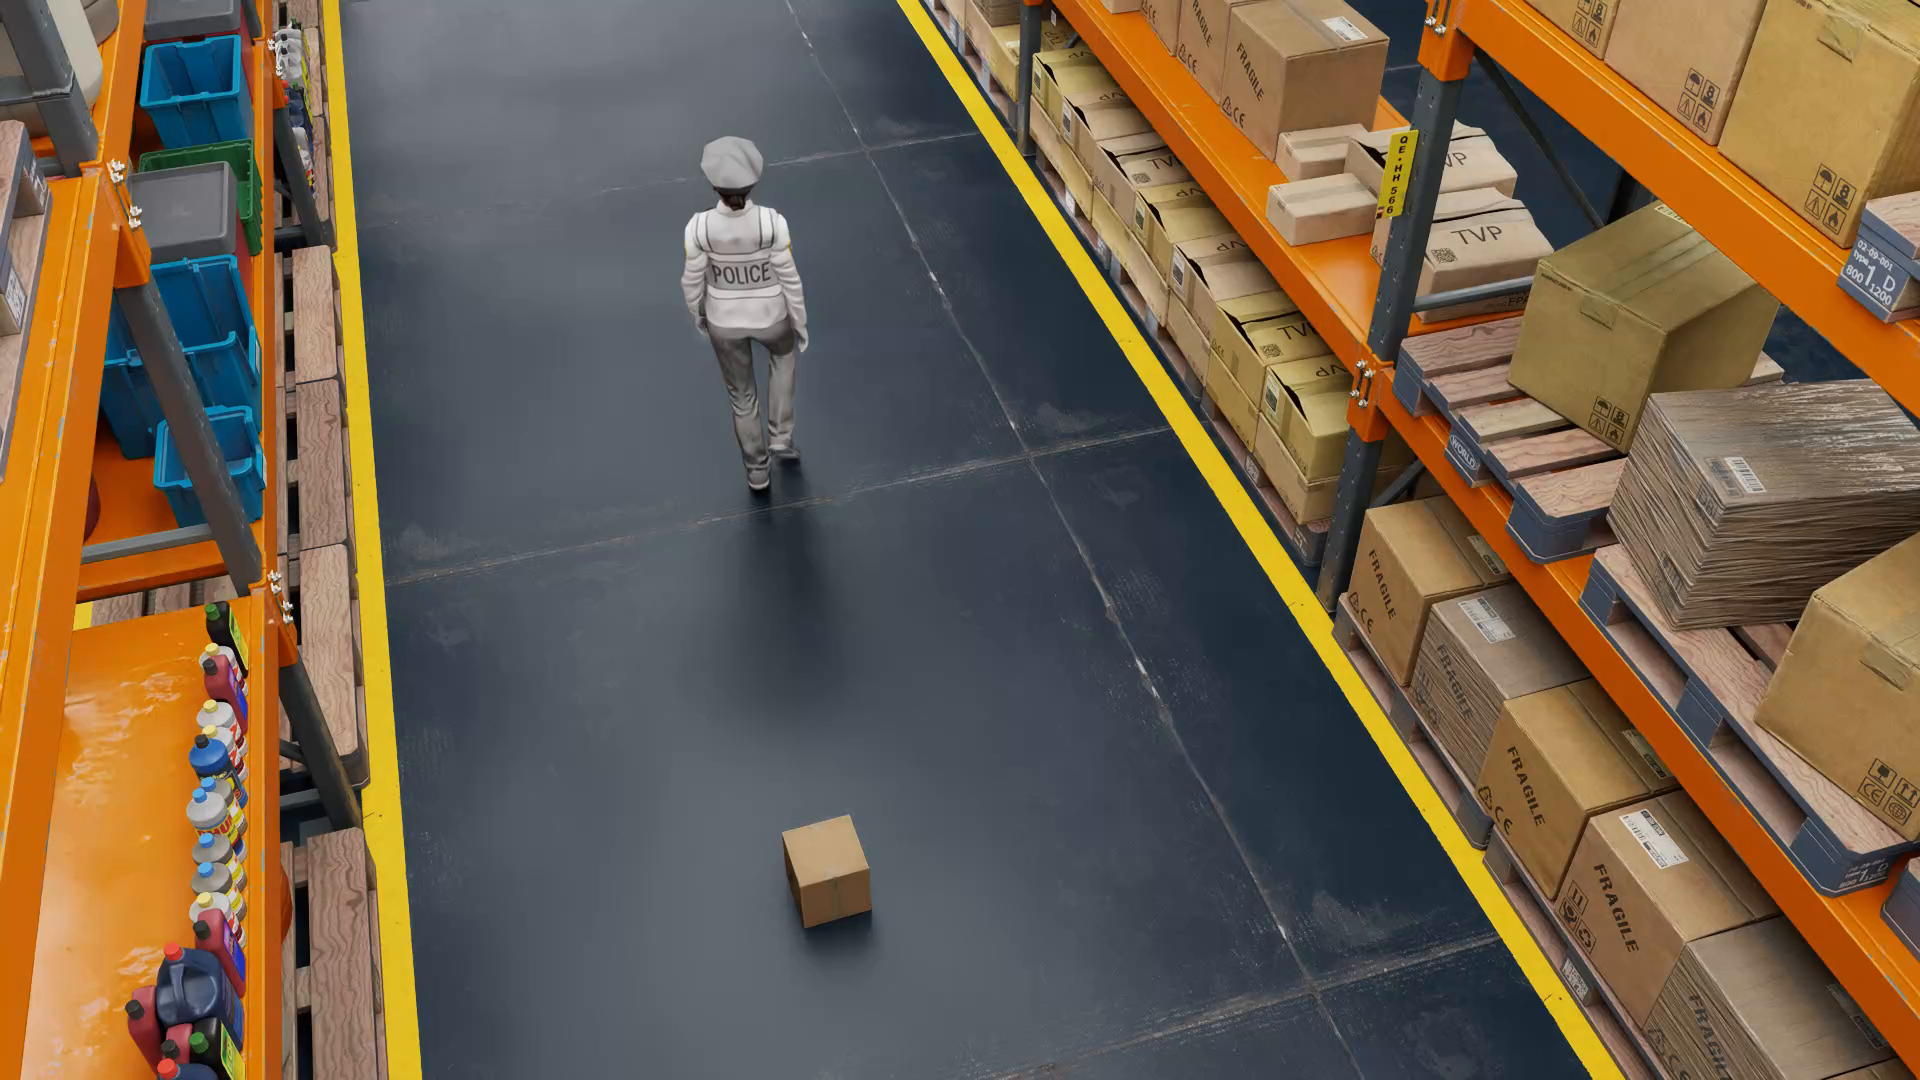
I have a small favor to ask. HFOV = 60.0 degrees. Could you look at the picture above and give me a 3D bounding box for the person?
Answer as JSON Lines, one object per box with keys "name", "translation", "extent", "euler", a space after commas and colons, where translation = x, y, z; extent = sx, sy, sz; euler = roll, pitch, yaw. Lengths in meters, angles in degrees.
{"name": "person", "translation": [-0.923, -0.967, 7.184], "extent": [0.515, 1.726, 0.448], "euler": [-6, 43, -6]}
